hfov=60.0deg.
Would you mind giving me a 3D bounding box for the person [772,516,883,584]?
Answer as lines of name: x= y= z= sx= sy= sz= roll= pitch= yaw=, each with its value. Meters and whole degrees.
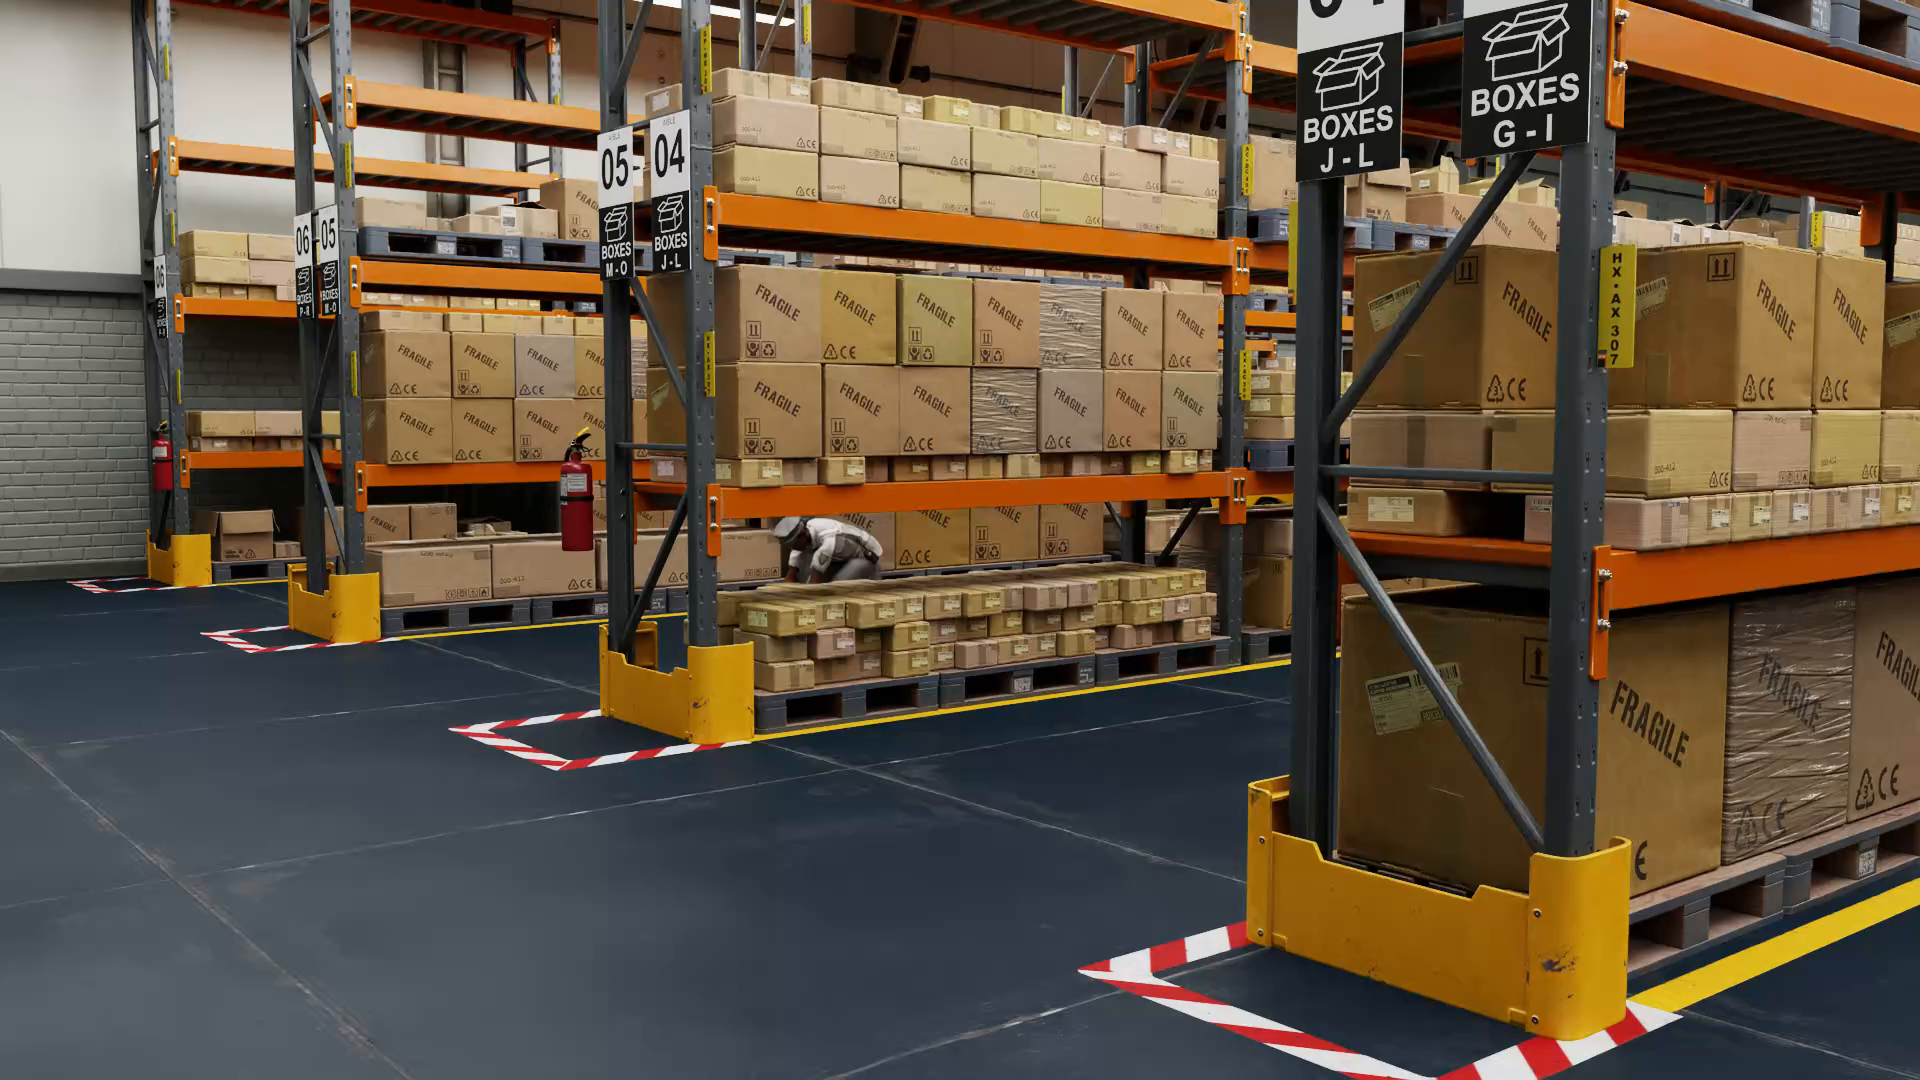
person: x=-0.987 y=0.274 z=12.204 sx=0.916 sy=0.977 sz=0.457 roll=-4 pitch=6 yaw=-41
